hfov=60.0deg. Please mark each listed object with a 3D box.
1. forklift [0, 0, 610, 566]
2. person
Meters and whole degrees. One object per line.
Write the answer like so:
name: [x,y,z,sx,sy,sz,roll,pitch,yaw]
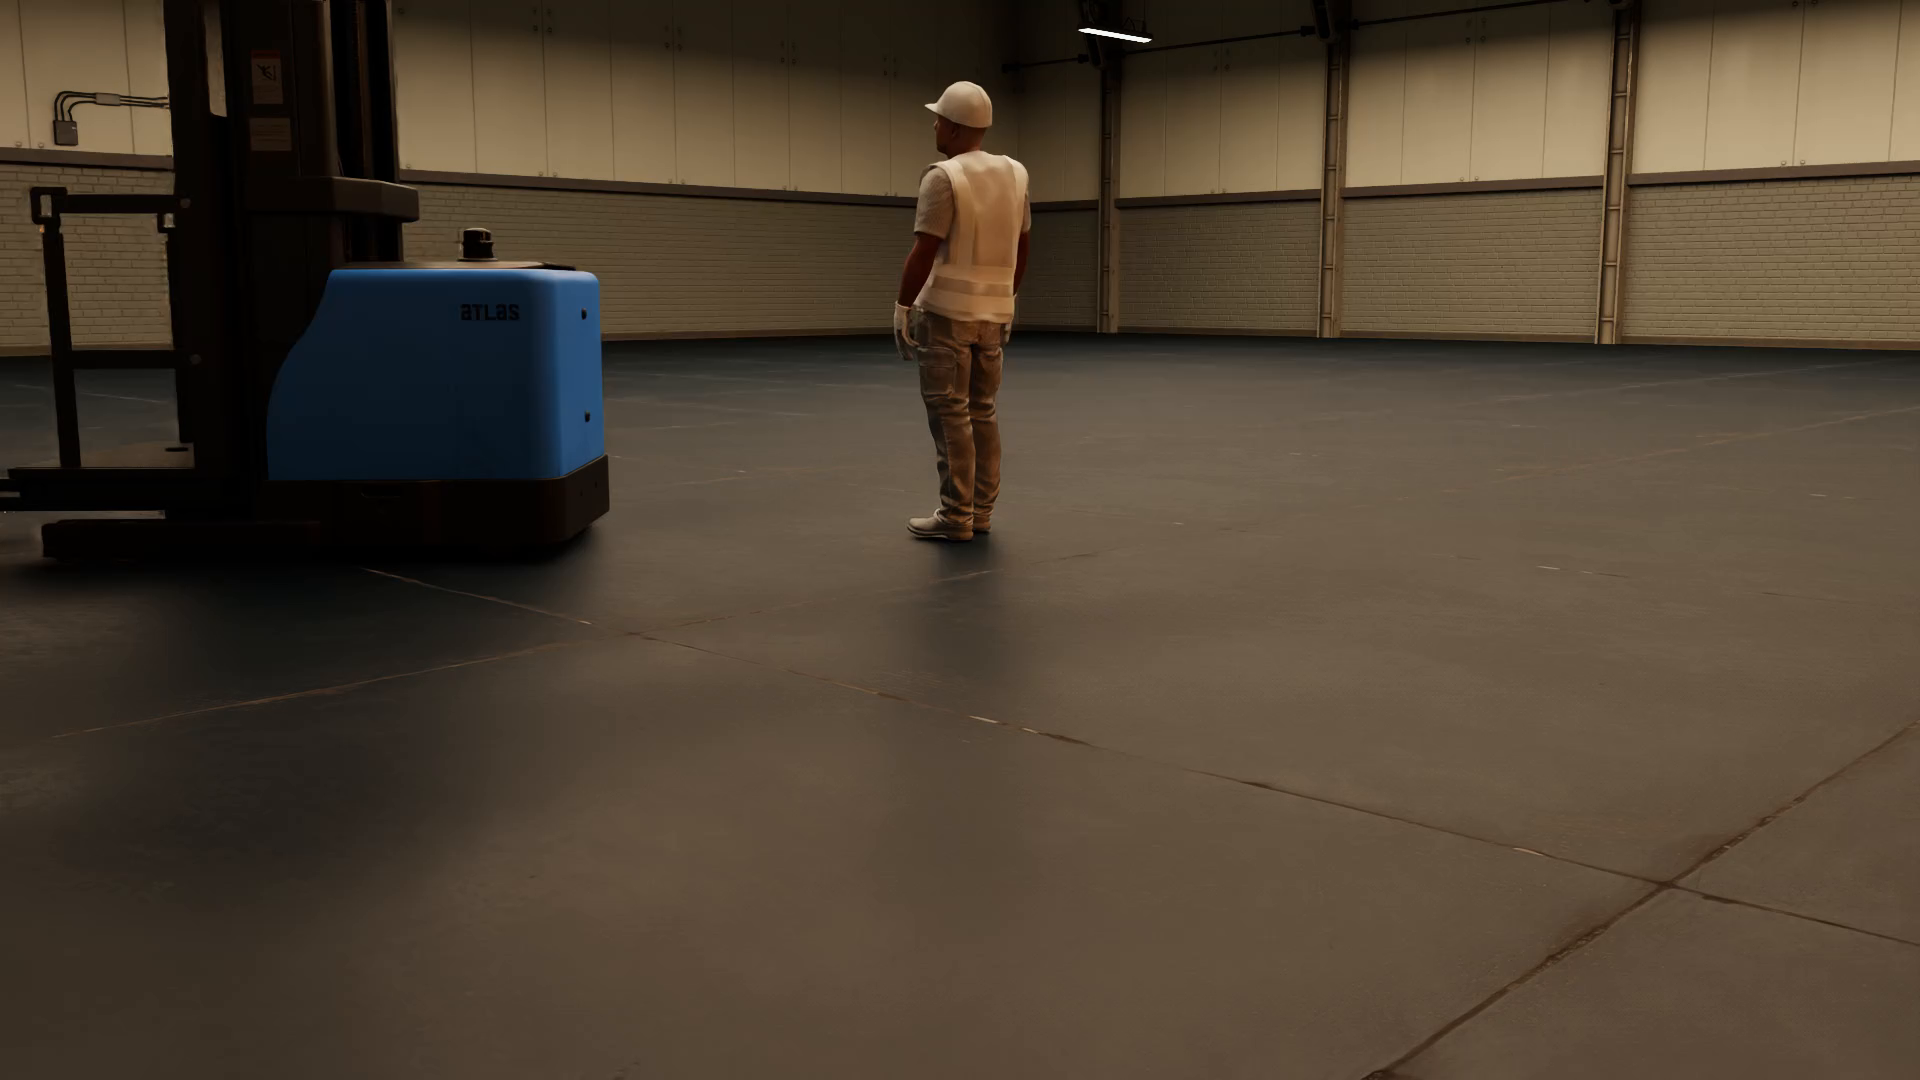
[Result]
forklift: [-2.994,-1.435,6.404,3.031,2.935,1.130,0,9,-1]
person: [-0.047,-0.897,6.639,0.574,1.786,0.656,8,12,43]
